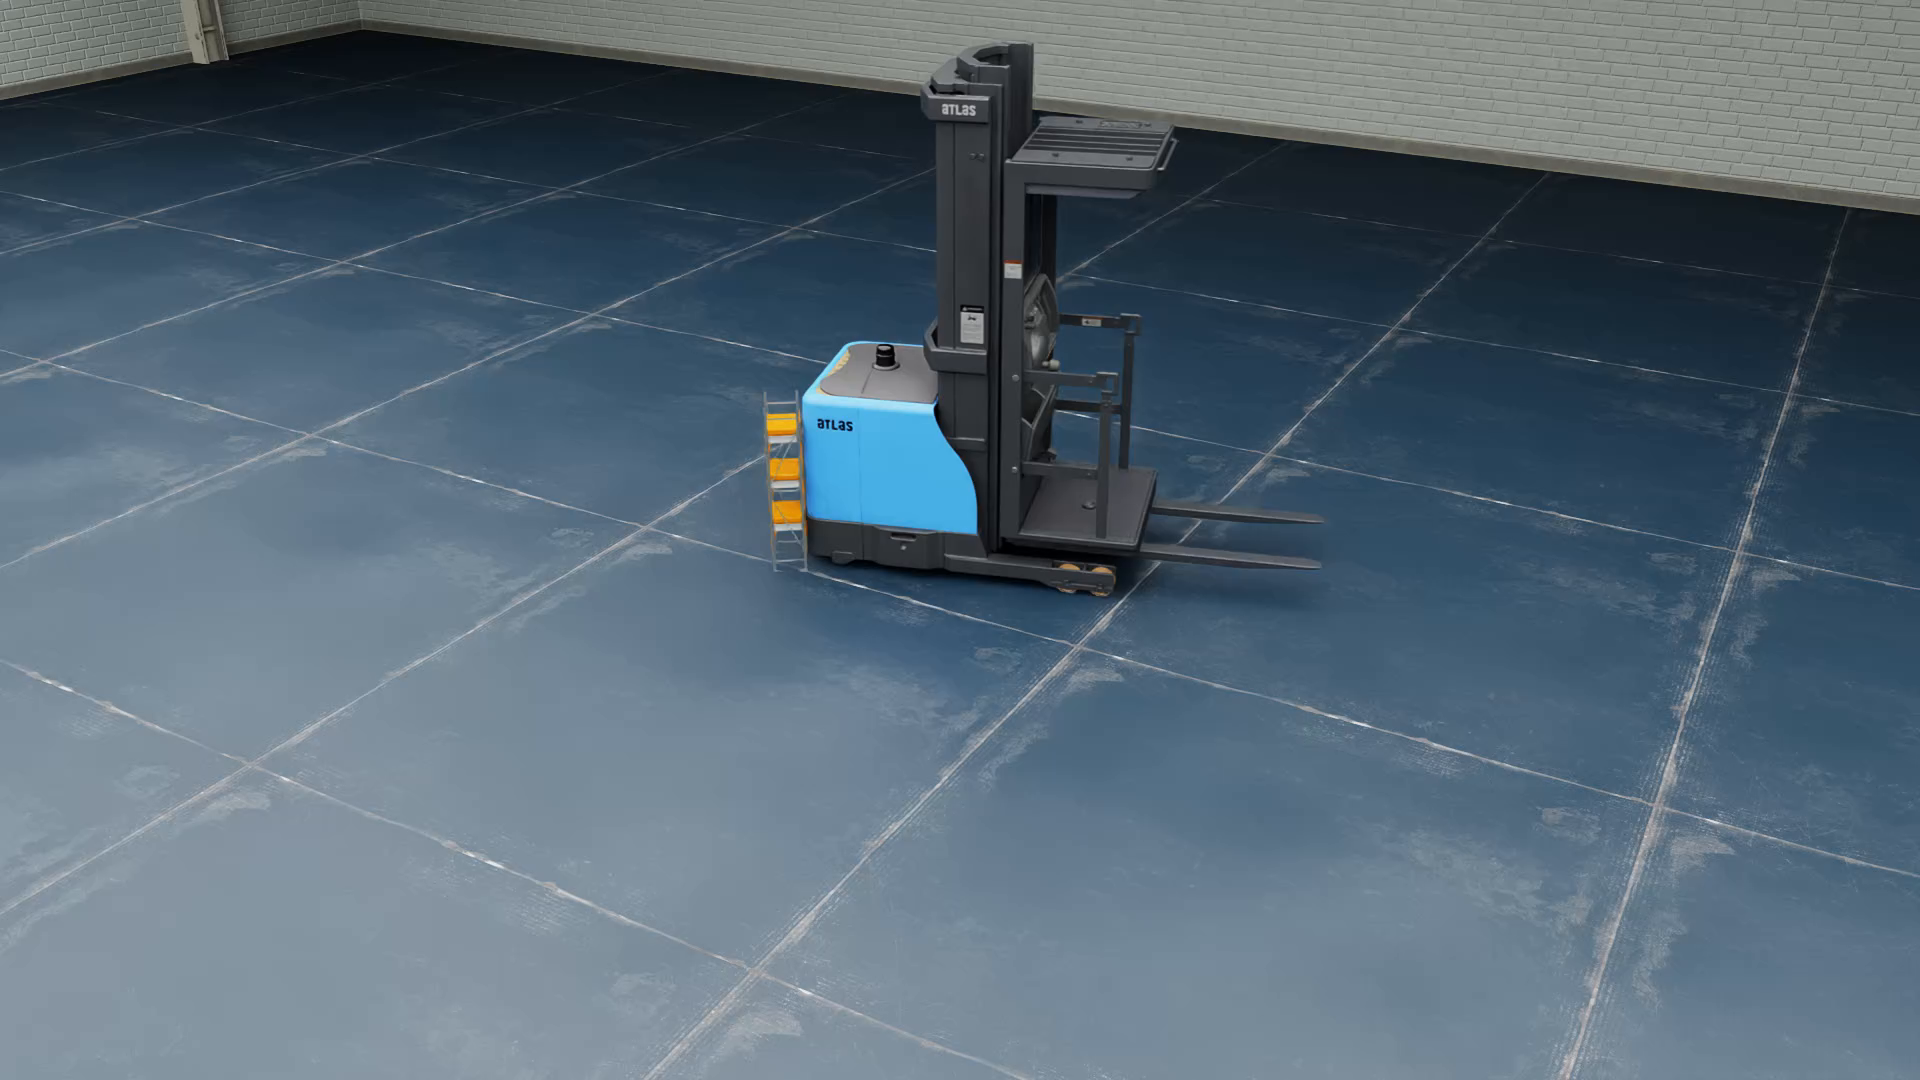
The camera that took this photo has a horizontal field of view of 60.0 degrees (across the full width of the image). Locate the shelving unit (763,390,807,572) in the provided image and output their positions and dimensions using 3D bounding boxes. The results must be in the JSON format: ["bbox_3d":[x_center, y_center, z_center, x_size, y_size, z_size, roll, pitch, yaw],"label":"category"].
[{"bbox_3d":[-1.022,-0.339,9.751,0.215,1.050,0.252,-3,27,-5],"label":"shelving unit"}]

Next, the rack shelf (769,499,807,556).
[{"bbox_3d":[-1.020,-0.082,9.882,0.215,0.259,0.240,-3,27,-5],"label":"rack shelf"}]

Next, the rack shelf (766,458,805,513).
[{"bbox_3d":[-1.022,-0.330,9.756,0.215,0.259,0.240,-3,27,-5],"label":"rack shelf"}]

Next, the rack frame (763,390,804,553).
[{"bbox_3d":[-1.033,-0.394,9.859,0.200,1.050,0.008,-3,27,-5],"label":"rack frame"}]

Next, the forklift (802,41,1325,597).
[{"bbox_3d":[0.650,-1.246,9.465,3.031,2.935,1.130,6,27,11],"label":"forklift"}]

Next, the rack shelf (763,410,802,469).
[{"bbox_3d":[-1.024,-0.583,9.627,0.215,0.259,0.240,-3,27,-5],"label":"rack shelf"}]

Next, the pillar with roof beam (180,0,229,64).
[{"bbox_3d":[-7.132,-10.036,20.246,9.100,9.000,0.400,14,30,26],"label":"pillar with roof beam"}]

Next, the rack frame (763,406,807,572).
[{"bbox_3d":[-1.010,-0.284,9.643,0.200,1.050,0.008,-3,27,-5],"label":"rack frame"}]
